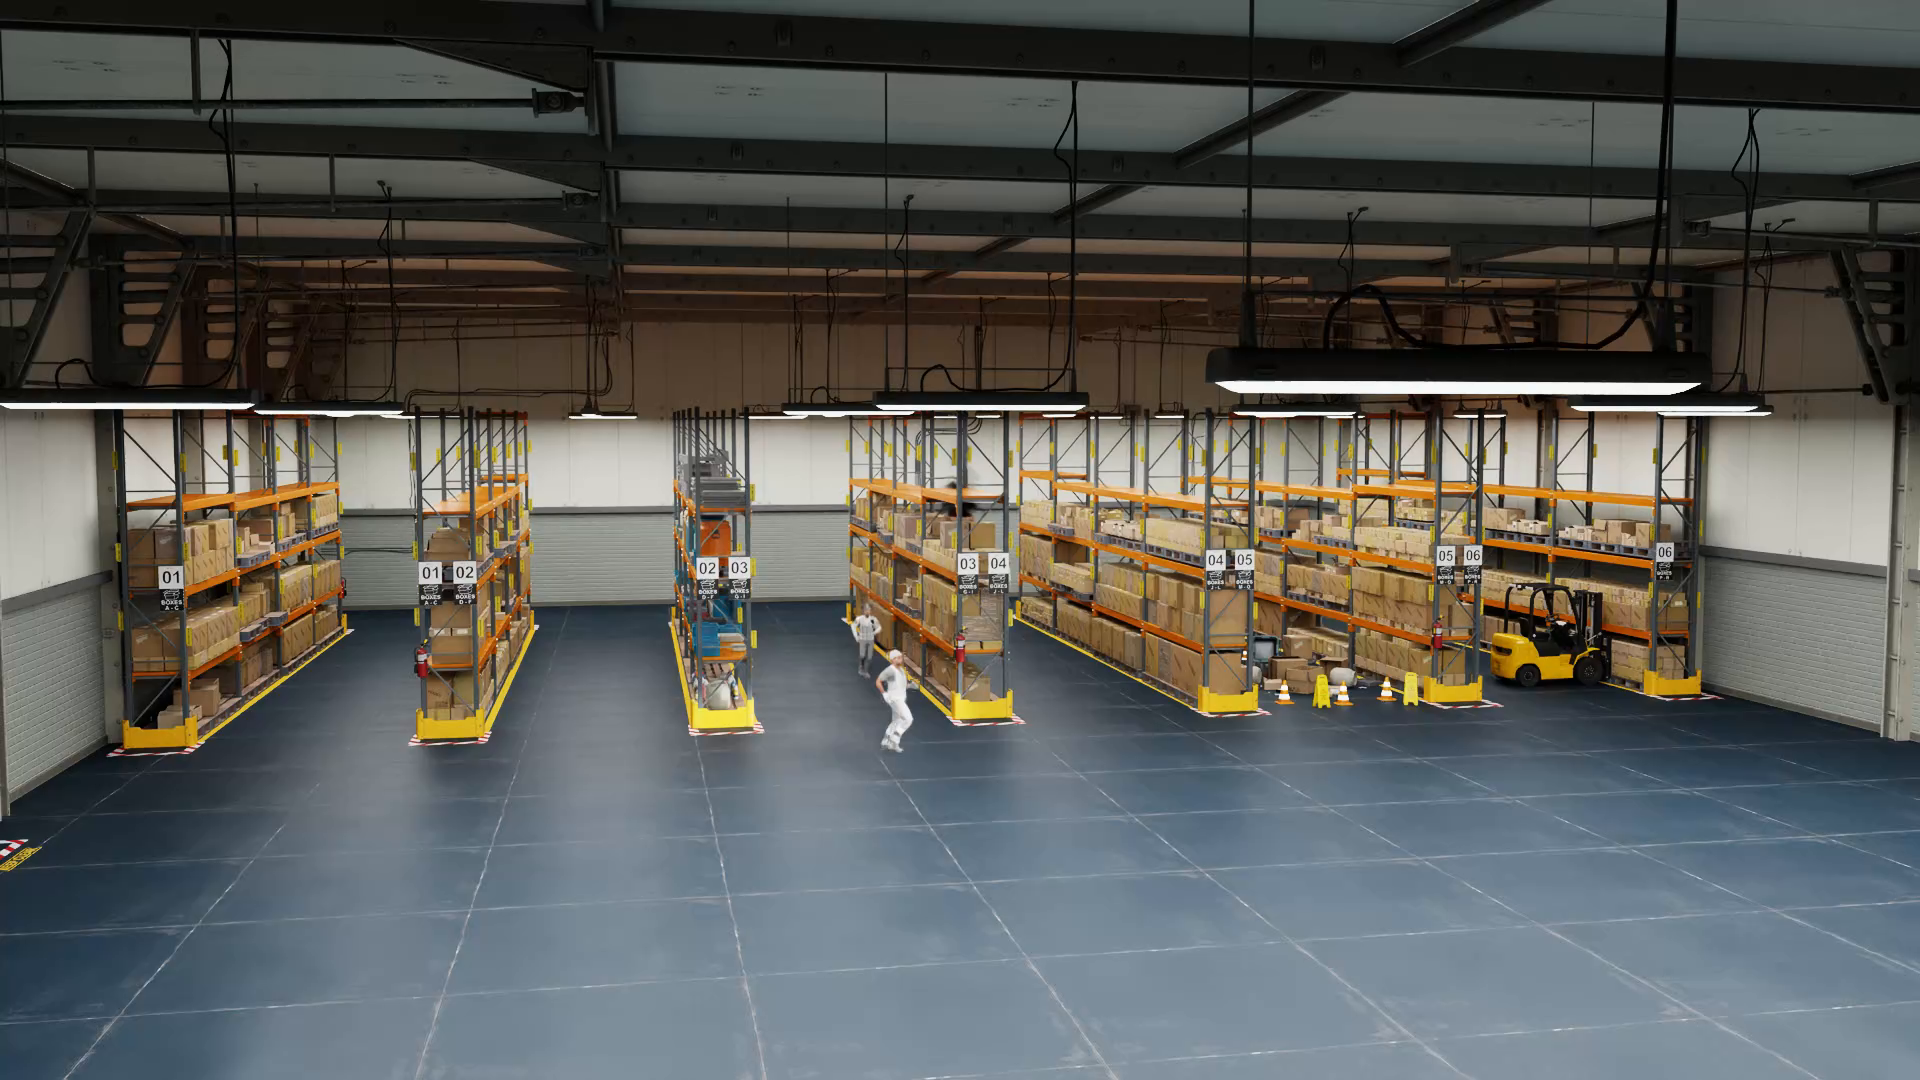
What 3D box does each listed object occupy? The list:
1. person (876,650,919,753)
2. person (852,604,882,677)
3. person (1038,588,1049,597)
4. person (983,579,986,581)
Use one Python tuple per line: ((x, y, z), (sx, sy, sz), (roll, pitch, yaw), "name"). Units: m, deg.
((-1.055, 2.785, 28.733), (0.688, 1.772, 0.648), (1, 4, 17), "person")
((-2.065, 2.244, 37.013), (0.667, 1.661, 0.532), (-1, 4, -8), "person")
((2.606, 1.332, 49.737), (0.611, 1.697, 0.736), (1, 4, 17), "person")
((0.466, 1.436, 48.803), (0.669, 1.619, 0.544), (2, 5, 28), "person")
